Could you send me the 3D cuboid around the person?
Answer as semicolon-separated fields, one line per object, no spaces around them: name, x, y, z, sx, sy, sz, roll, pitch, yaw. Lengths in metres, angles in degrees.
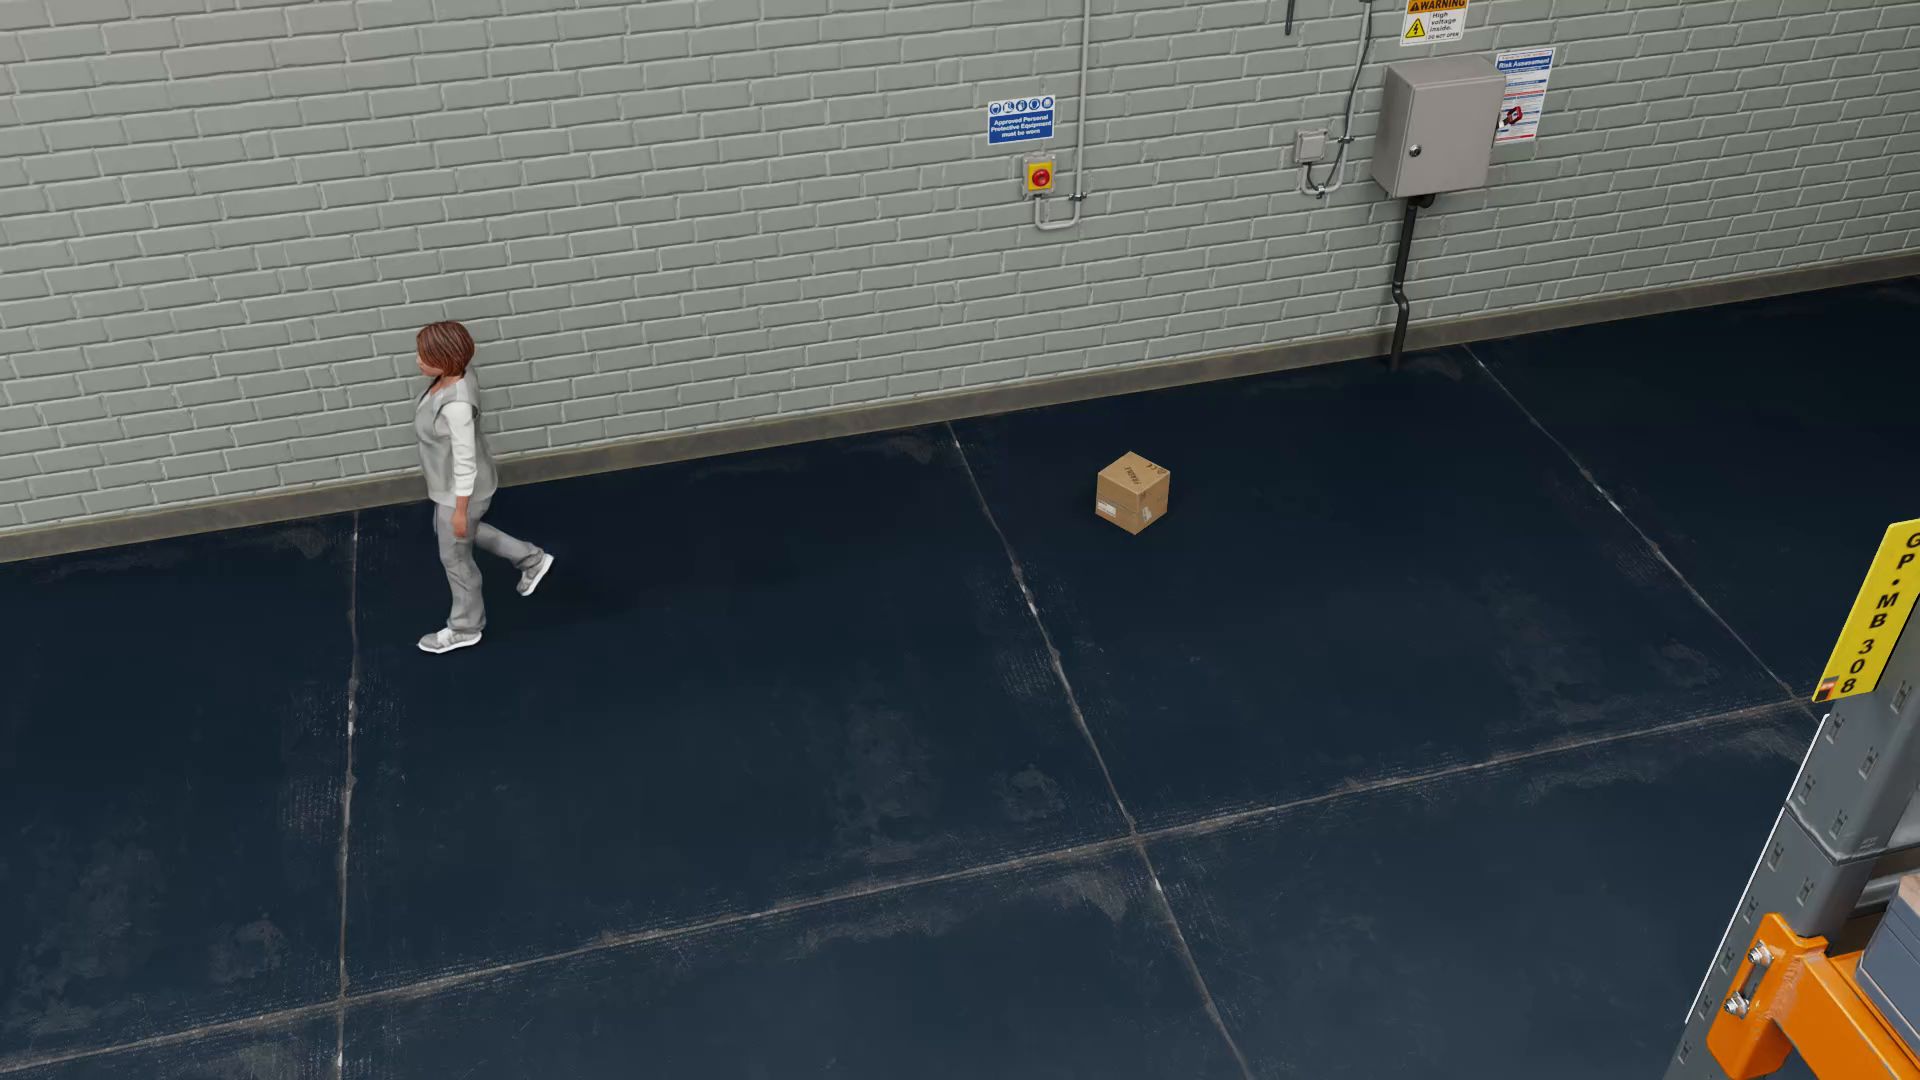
person;-2.099;-0.219;6.972;0.629;1.574;0.447;-9;40;-11
